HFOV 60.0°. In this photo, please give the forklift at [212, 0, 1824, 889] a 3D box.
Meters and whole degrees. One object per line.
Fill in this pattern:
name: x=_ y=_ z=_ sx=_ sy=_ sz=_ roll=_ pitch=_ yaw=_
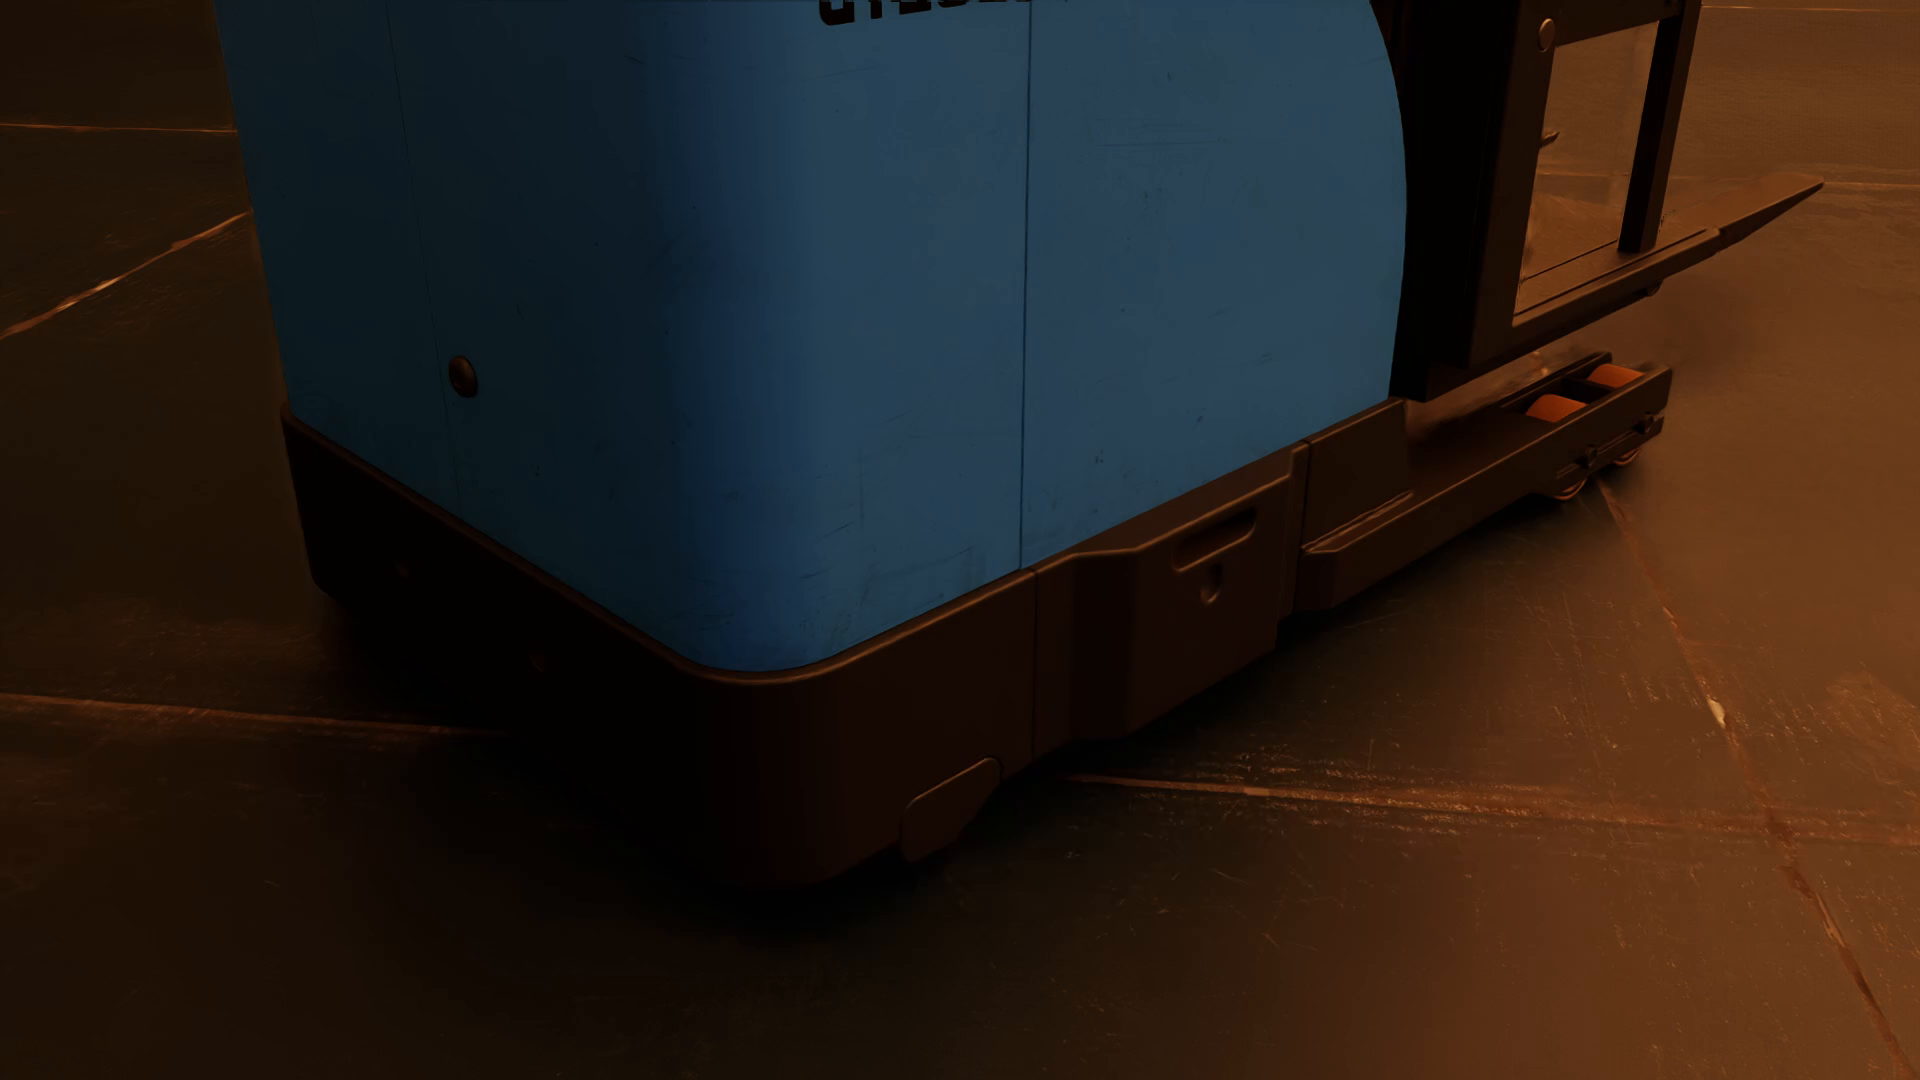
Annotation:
forklift: x=0.527 y=-1.520 z=2.264 sx=3.031 sy=2.935 sz=1.130 roll=-24 pitch=35 yaw=-39
